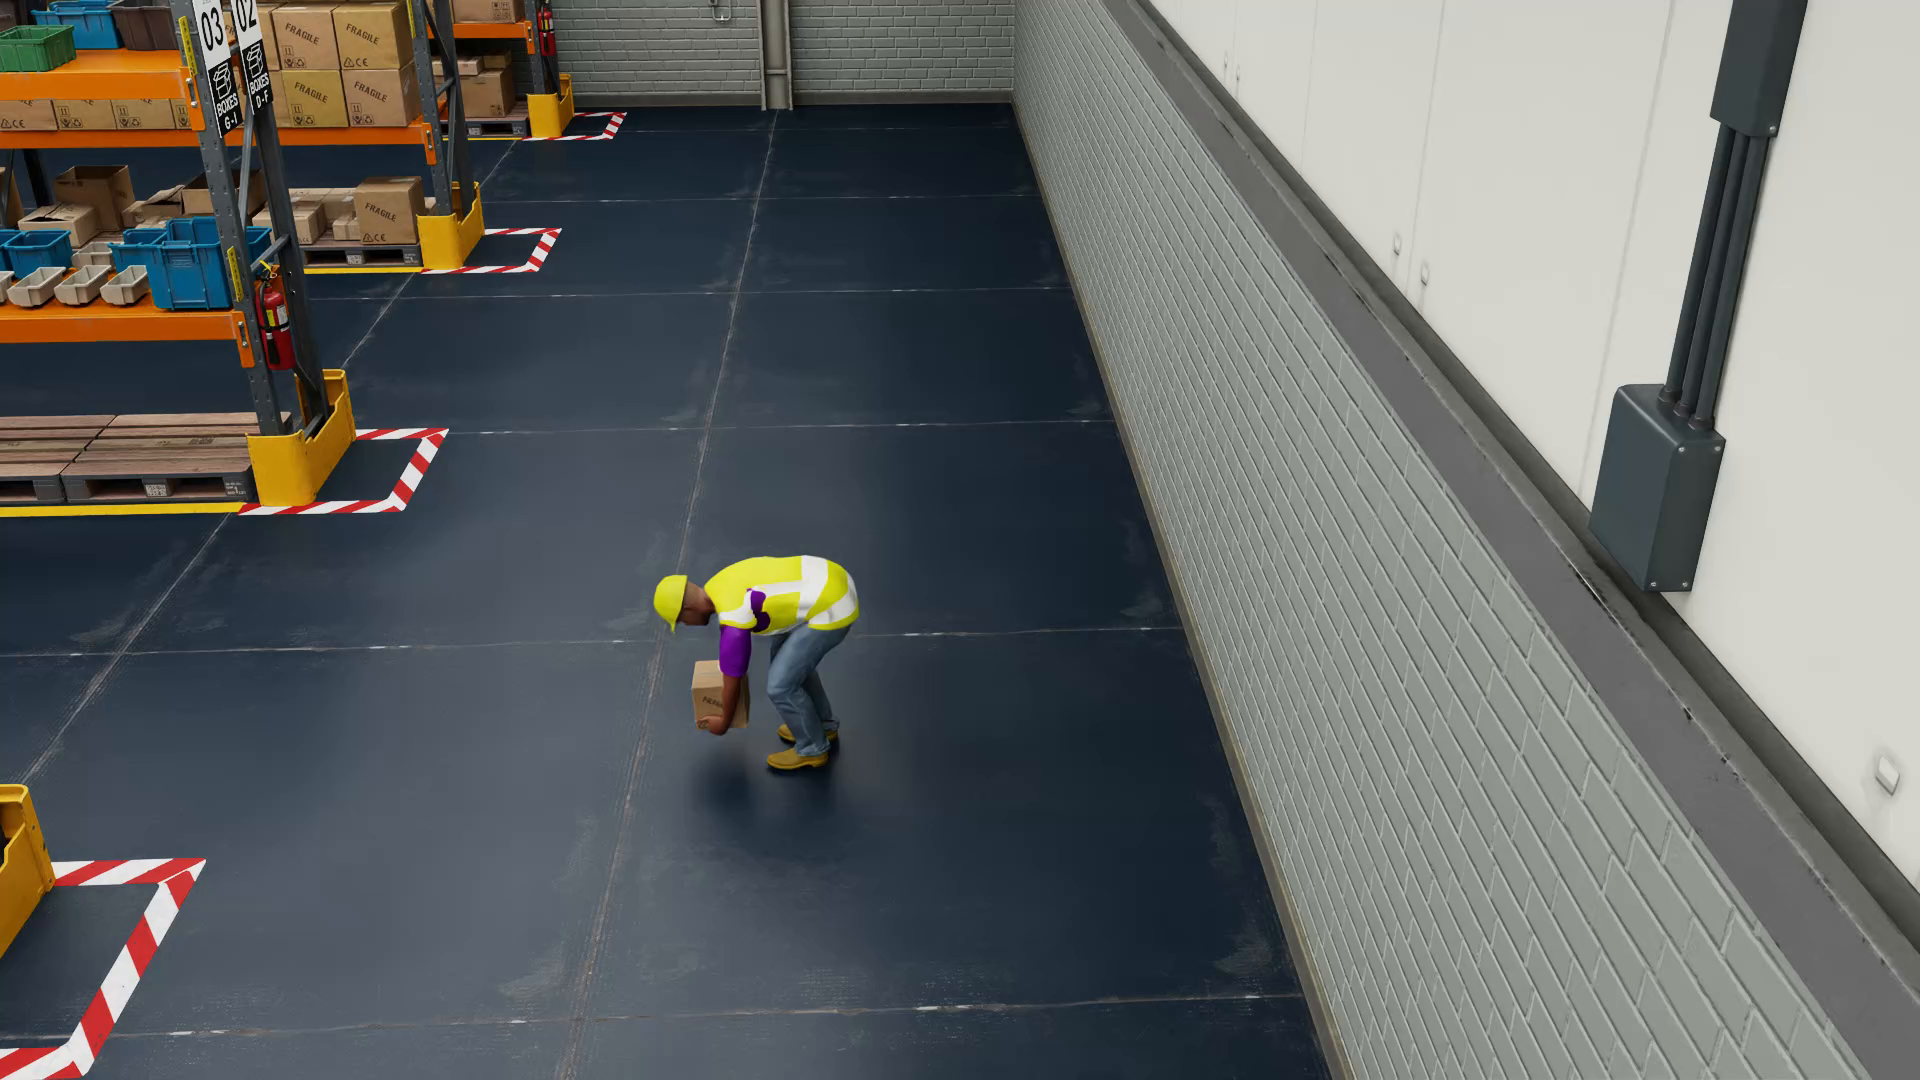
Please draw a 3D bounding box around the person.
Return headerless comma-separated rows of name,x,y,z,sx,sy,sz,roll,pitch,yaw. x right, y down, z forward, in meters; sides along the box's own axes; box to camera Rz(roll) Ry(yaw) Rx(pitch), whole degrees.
person,-0.979,0.604,8.174,0.982,1.076,0.483,-2,27,-5
